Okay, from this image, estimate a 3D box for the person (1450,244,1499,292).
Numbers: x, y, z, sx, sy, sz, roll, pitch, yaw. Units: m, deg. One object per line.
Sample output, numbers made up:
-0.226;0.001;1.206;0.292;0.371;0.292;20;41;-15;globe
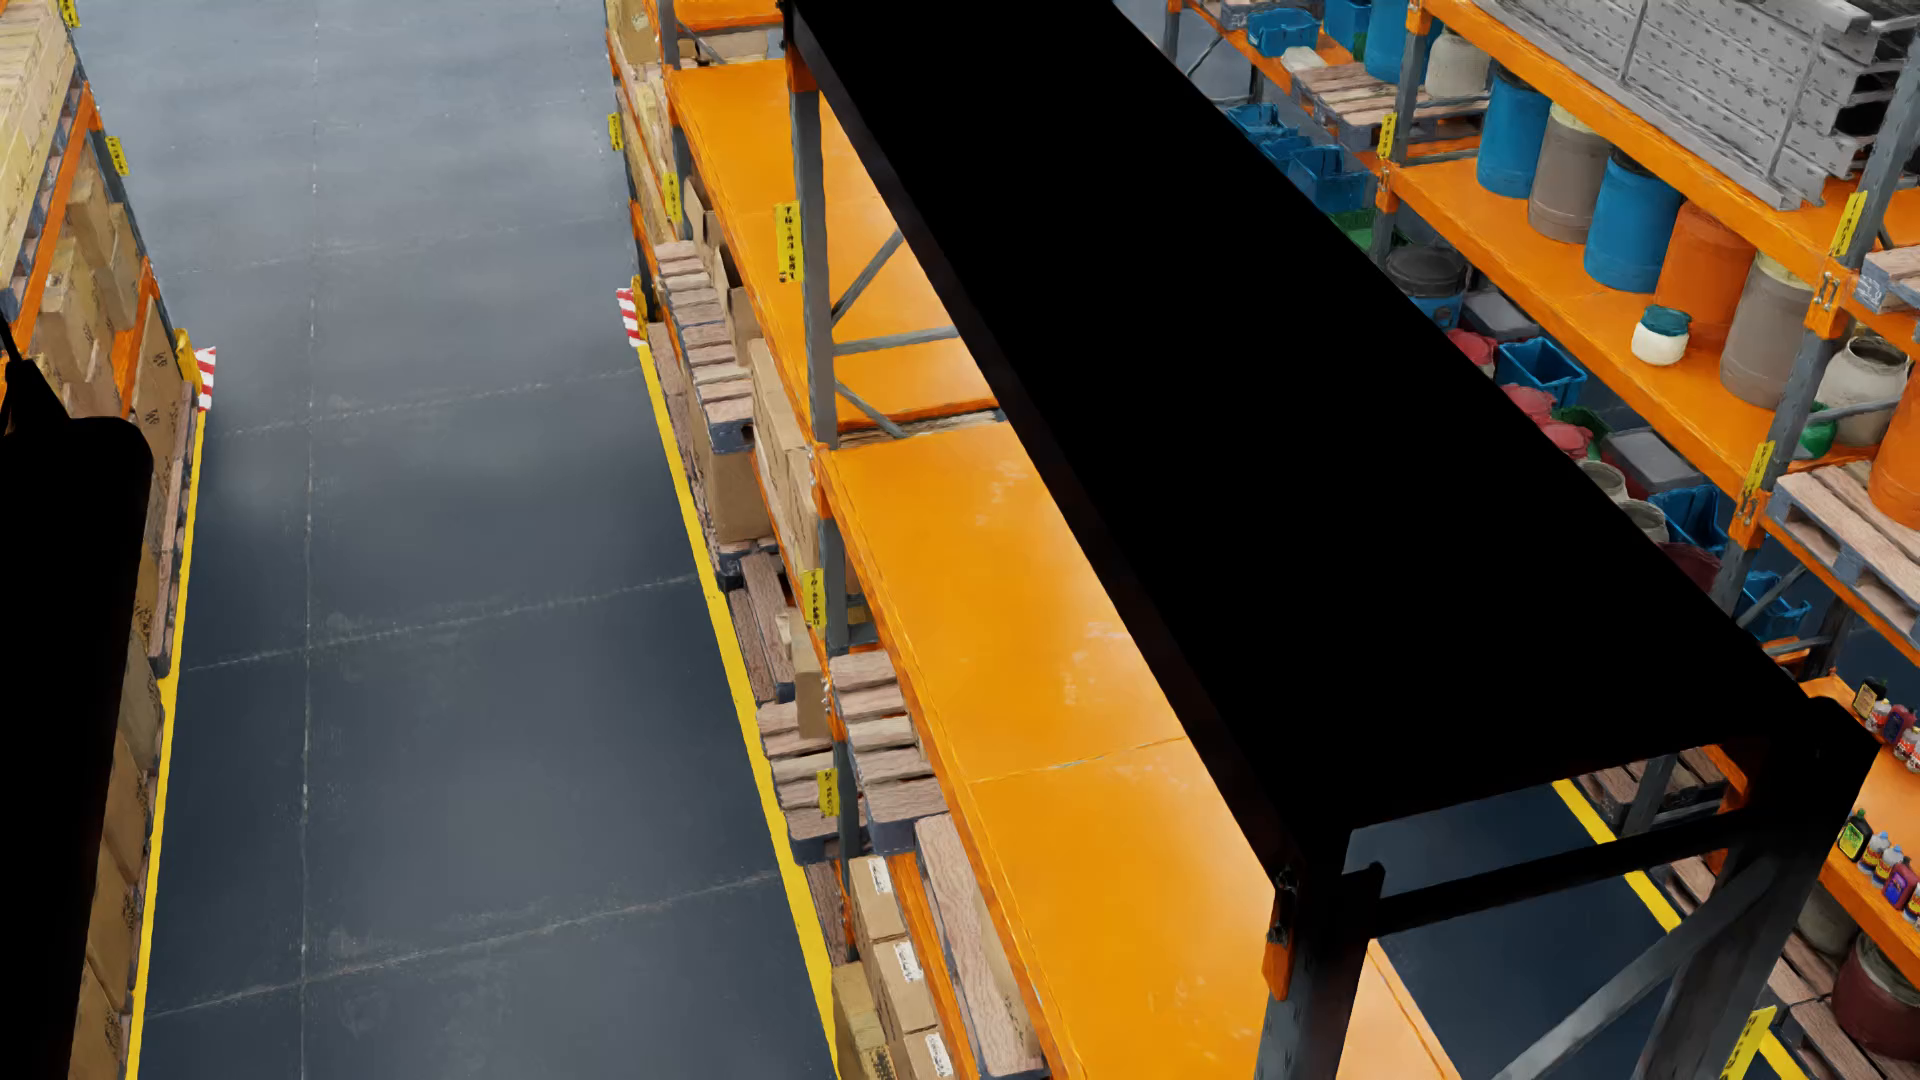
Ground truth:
4.677;-2.628;14.760;0.702;1.735;0.549;-12;40;-15;person
